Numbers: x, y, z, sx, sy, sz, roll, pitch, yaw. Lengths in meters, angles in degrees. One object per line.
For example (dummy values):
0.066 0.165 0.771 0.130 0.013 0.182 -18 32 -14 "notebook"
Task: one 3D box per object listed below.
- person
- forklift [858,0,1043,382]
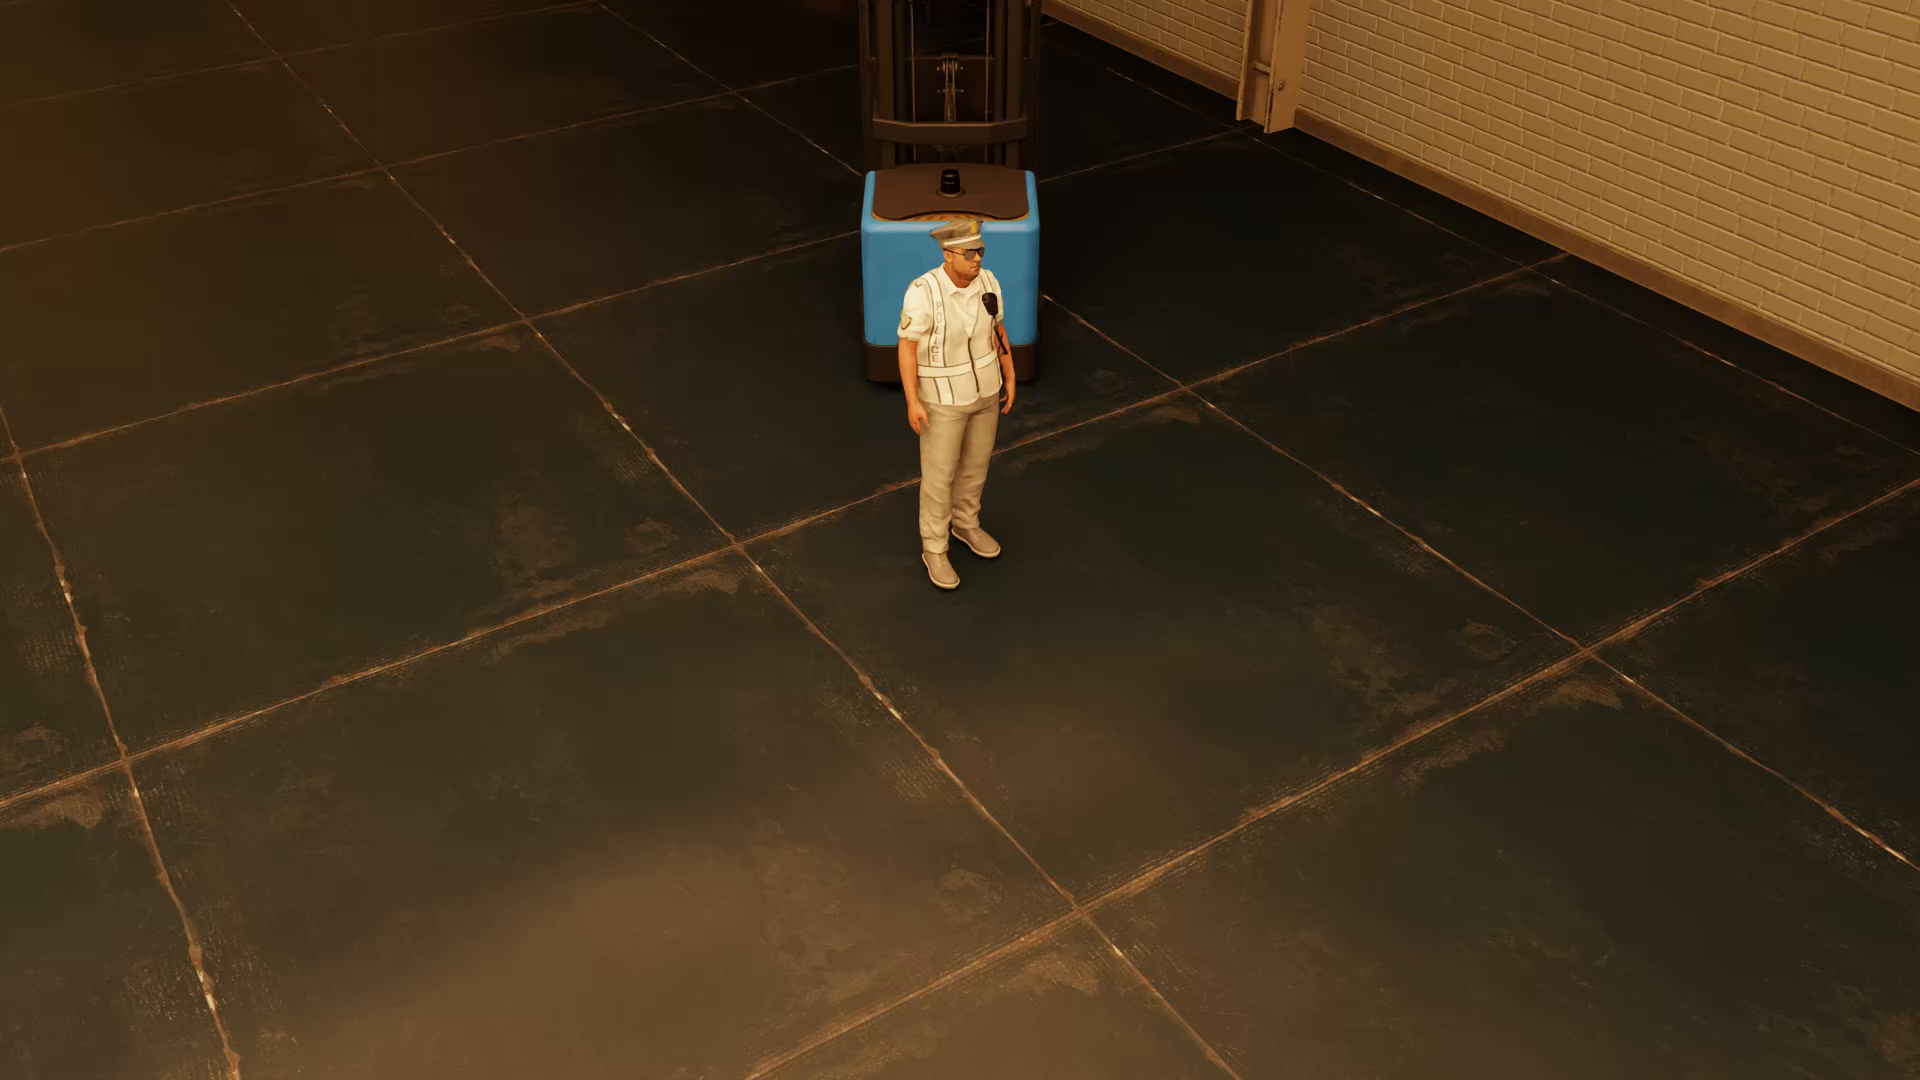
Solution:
0.033 -0.694 8.121 0.641 1.780 0.573 -21 40 -27 "person"
-0.062 -2.953 10.351 1.130 2.935 3.031 0 35 0 "forklift"
